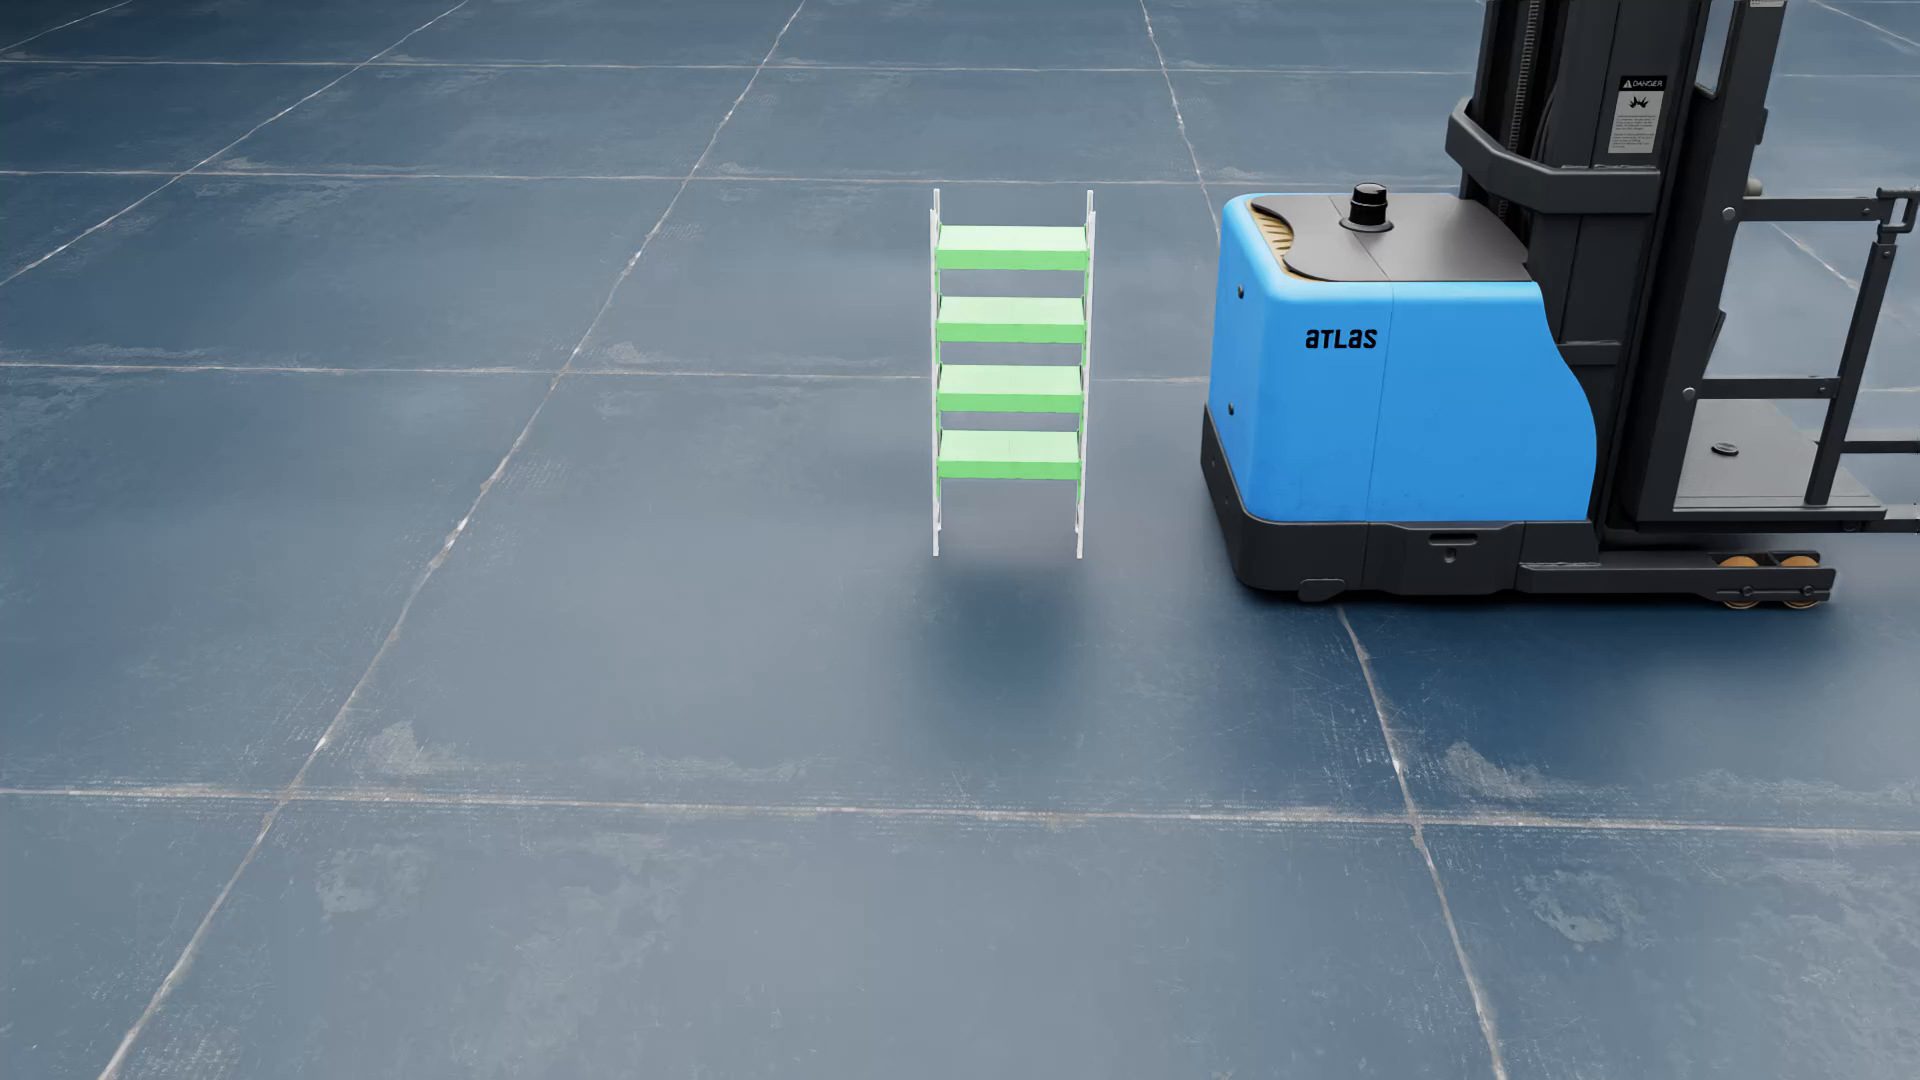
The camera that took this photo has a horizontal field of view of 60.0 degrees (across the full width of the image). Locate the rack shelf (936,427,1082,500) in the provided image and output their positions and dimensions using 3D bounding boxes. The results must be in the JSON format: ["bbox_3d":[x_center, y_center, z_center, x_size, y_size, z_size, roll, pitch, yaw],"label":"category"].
[{"bbox_3d":[0.165,-0.259,5.606,0.480,0.148,0.258,1,28,2],"label":"rack shelf"}]

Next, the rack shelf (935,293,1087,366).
[{"bbox_3d":[0.165,-0.683,5.381,0.480,0.148,0.258,1,28,2],"label":"rack shelf"}]

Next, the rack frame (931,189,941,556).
[{"bbox_3d":[-0.078,-0.531,5.471,0.015,1.200,0.240,1,28,2],"label":"rack frame"}]

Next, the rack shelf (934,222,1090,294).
[{"bbox_3d":[0.165,-0.895,5.269,0.480,0.148,0.258,1,28,2],"label":"rack shelf"}]

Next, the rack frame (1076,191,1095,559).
[{"bbox_3d":[0.409,-0.523,5.456,0.015,1.200,0.240,1,28,2],"label":"rack frame"}]

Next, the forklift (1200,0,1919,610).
[{"bbox_3d":[2.405,-1.323,5.116,3.031,2.935,1.130,0,28,-1],"label":"forklift"}]

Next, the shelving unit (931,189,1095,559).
[{"bbox_3d":[0.165,-0.527,5.464,0.503,1.200,0.258,1,28,2],"label":"shelving unit"}]

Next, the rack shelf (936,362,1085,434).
[{"bbox_3d":[0.165,-0.471,5.494,0.480,0.148,0.258,1,28,2],"label":"rack shelf"}]
